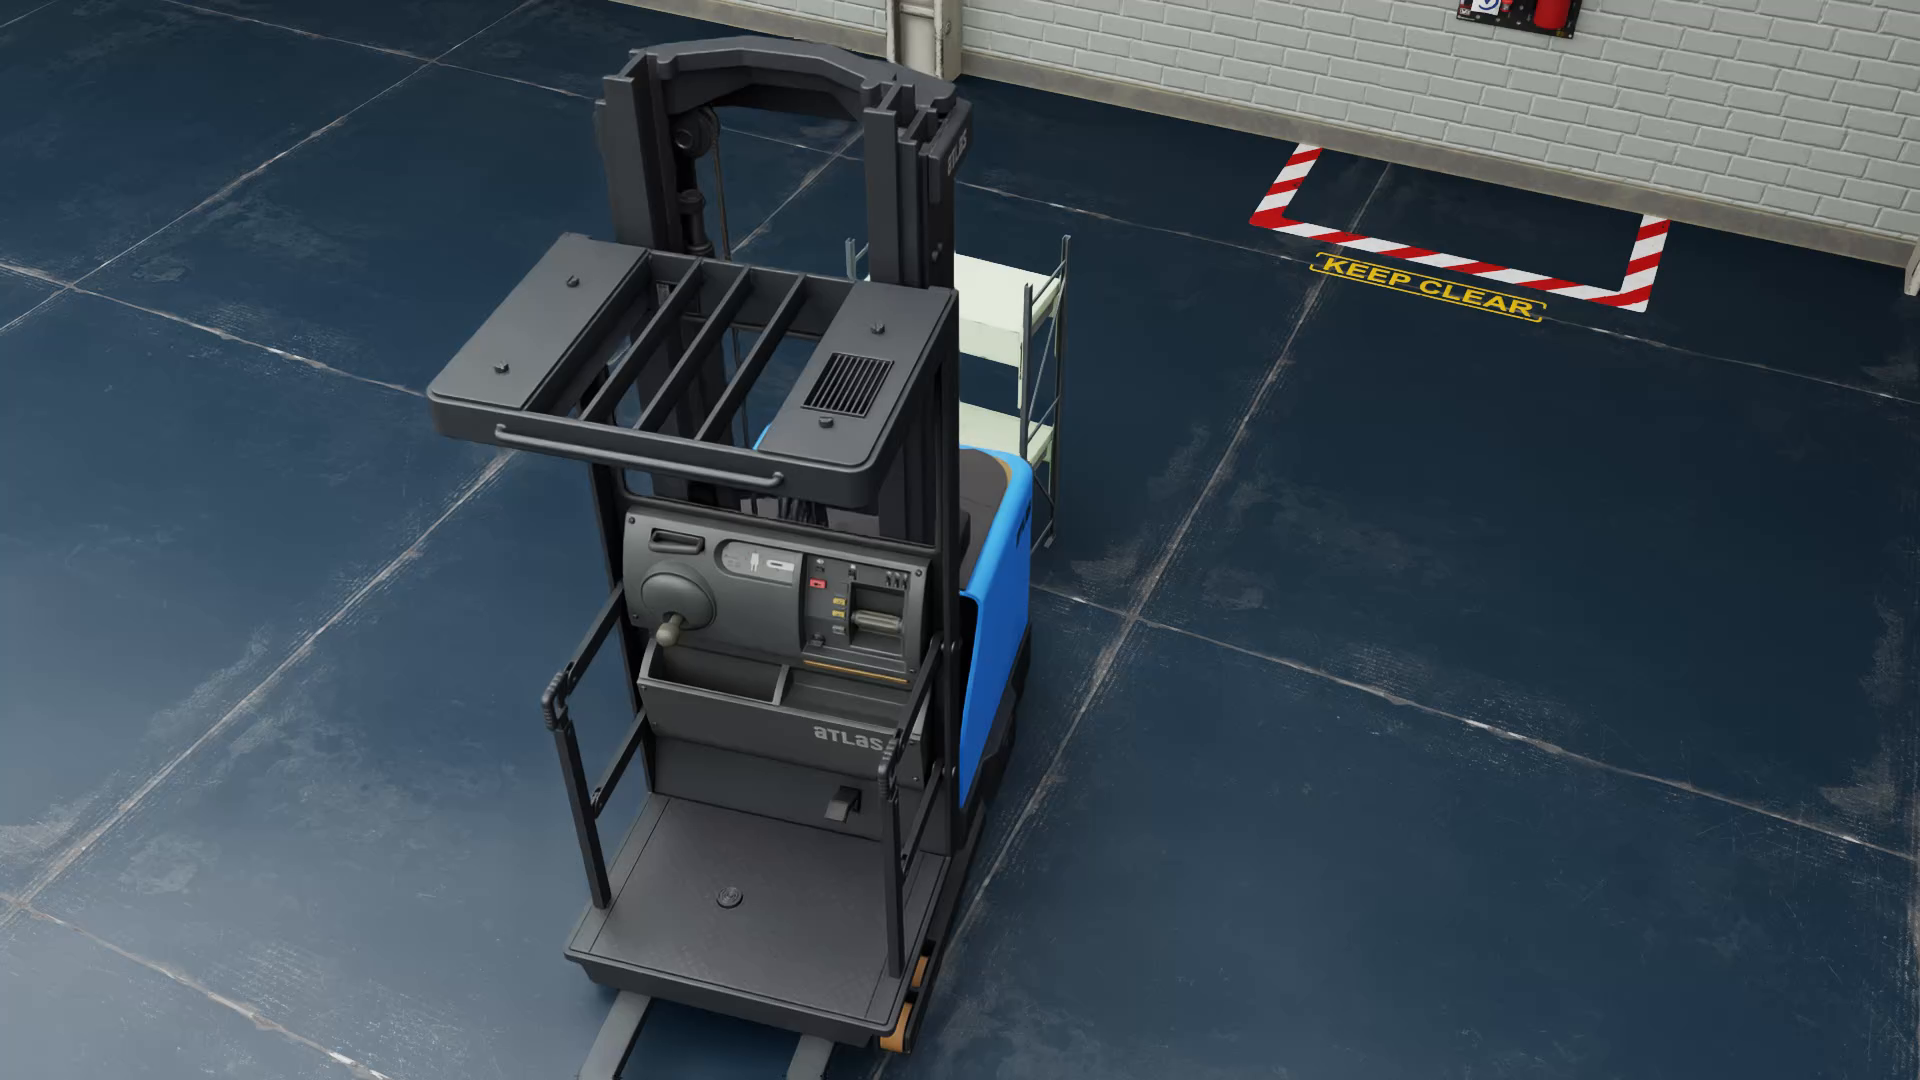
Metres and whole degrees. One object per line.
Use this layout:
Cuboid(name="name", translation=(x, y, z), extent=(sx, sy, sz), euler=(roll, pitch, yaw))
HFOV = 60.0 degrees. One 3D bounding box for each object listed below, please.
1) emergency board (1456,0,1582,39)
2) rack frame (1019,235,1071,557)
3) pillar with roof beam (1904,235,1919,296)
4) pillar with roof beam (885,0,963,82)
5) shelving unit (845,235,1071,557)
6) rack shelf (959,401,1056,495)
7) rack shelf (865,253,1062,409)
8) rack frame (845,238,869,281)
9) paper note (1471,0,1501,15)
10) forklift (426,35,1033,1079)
Cuboid(name="emergency board", translation=(2.989, -3.174, 8.622), extent=(0.643, 1.169, 0.194), euler=(17, 44, 19))
Cuboid(name="rack frame", translation=(0.326, -0.467, 6.644), extent=(0.023, 1.500, 0.400), euler=(17, 44, 19))
Cuboid(name="pillar with roof beam", translation=(3.392, -2.179, 2.893), extent=(0.400, 9.000, 9.100), euler=(17, 44, 19))
Cuboid(name="pillar with roof beam", translation=(-2.045, -3.840, 4.810), extent=(0.400, 9.000, 9.100), euler=(17, 44, 19))
Cuboid(name="shelving unit", translation=(-0.006, -0.569, 6.761), extent=(0.755, 1.500, 0.431), euler=(17, 44, 19))
Cuboid(name="rack shelf", translation=(-0.006, -0.322, 6.974), extent=(0.720, 0.370, 0.431), euler=(17, 44, 19))
Cuboid(name="rack shelf", translation=(-0.006, -0.863, 6.505), extent=(0.720, 0.370, 0.431), euler=(17, 44, 19))
Cuboid(name="rack frame", translation=(-0.338, -0.670, 6.878), extent=(0.023, 1.500, 0.400), euler=(17, 44, 19))
Cuboid(name="paper note", translation=(2.858, -2.931, 9.014), extent=(0.142, 0.148, 0.016), euler=(17, 44, 19))
Cuboid(name="forklift", translation=(-0.604, 0.248, 4.726), extent=(1.130, 2.935, 3.031), euler=(10, 42, 11))
